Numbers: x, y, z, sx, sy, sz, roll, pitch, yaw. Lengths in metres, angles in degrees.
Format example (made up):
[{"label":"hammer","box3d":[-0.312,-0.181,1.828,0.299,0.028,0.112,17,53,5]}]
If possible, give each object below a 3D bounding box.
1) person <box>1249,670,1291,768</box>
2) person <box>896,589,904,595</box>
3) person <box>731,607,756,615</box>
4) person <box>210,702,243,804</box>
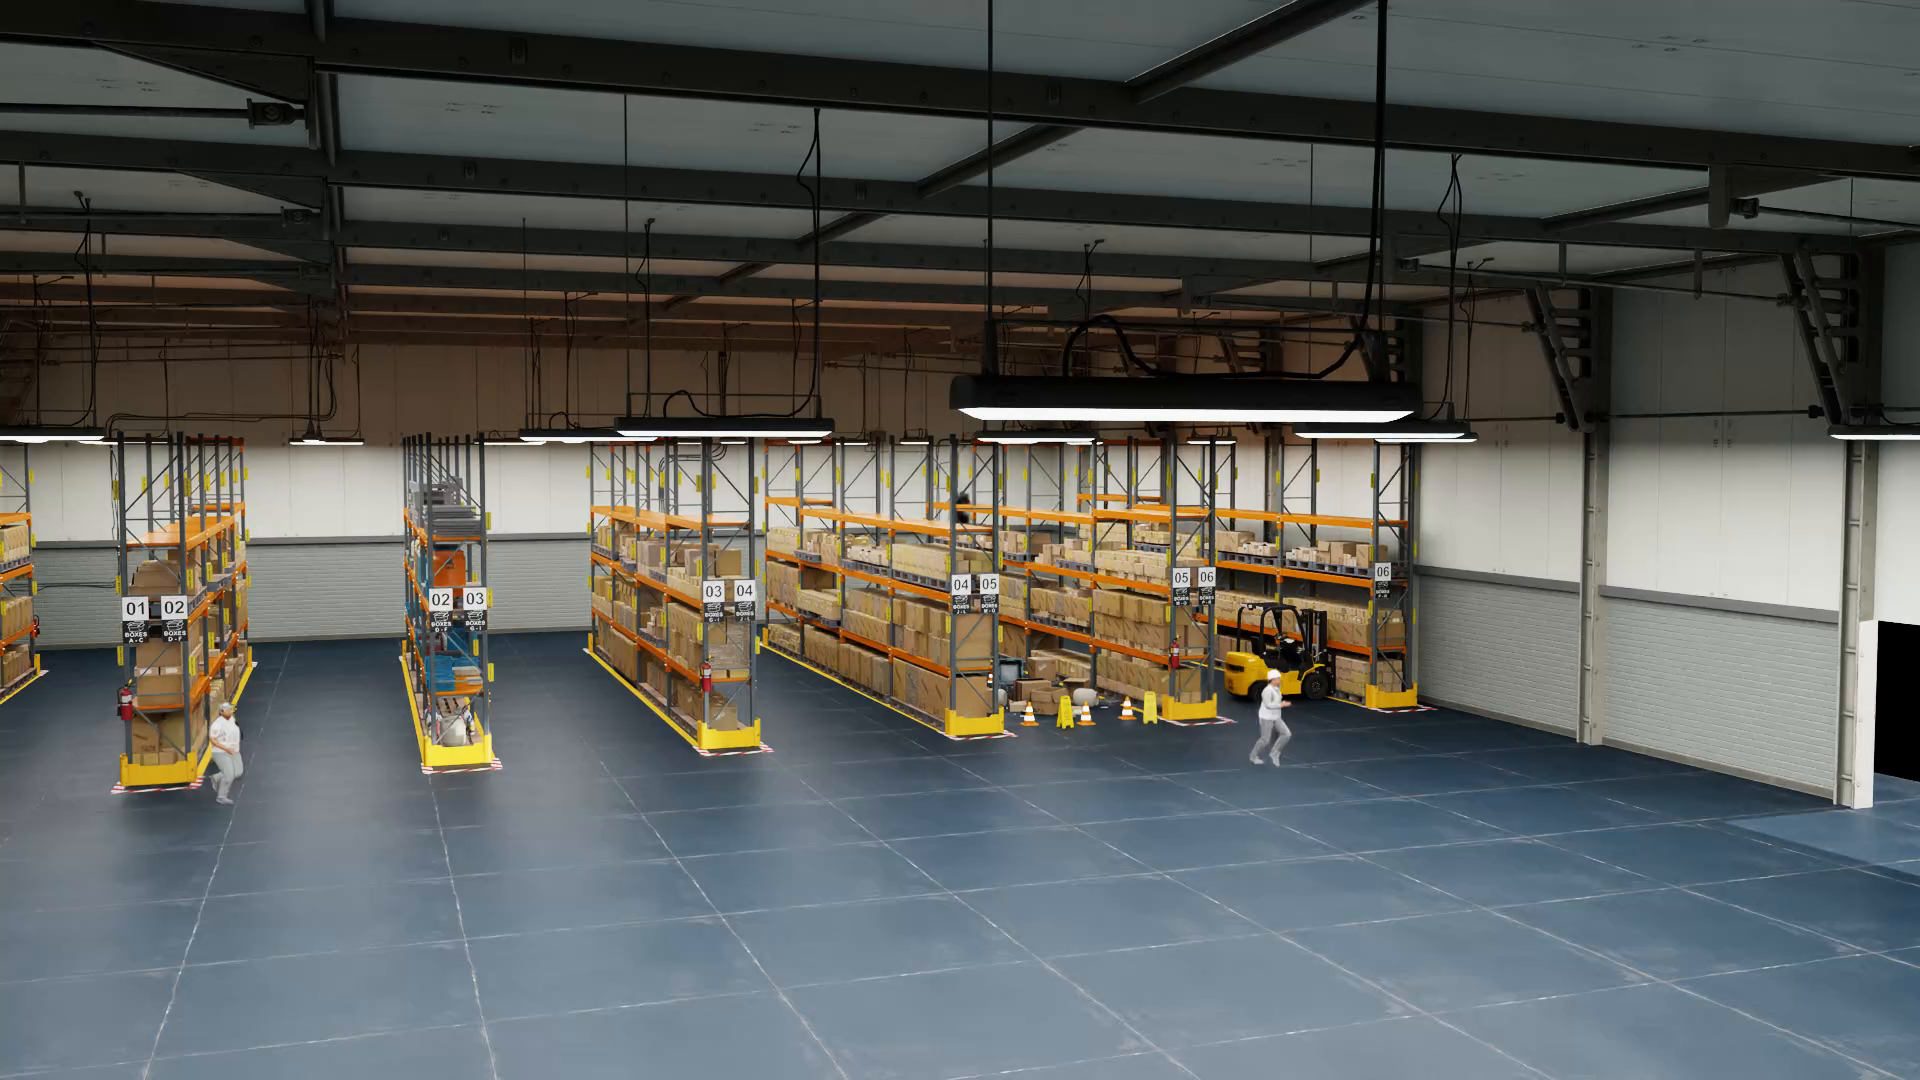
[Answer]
[{"label":"person","box3d":[5.559,3.190,29.725,0.809,1.766,0.682,2,4,34]},{"label":"person","box3d":[-1.887,2.102,50.824,0.627,1.558,0.508,-2,4,-28]},{"label":"person","box3d":[-5.950,2.345,45.483,0.722,1.761,0.710,-1,3,-11]},{"label":"person","box3d":[-11.875,3.433,26.862,0.600,1.642,0.623,1,3,16]}]
